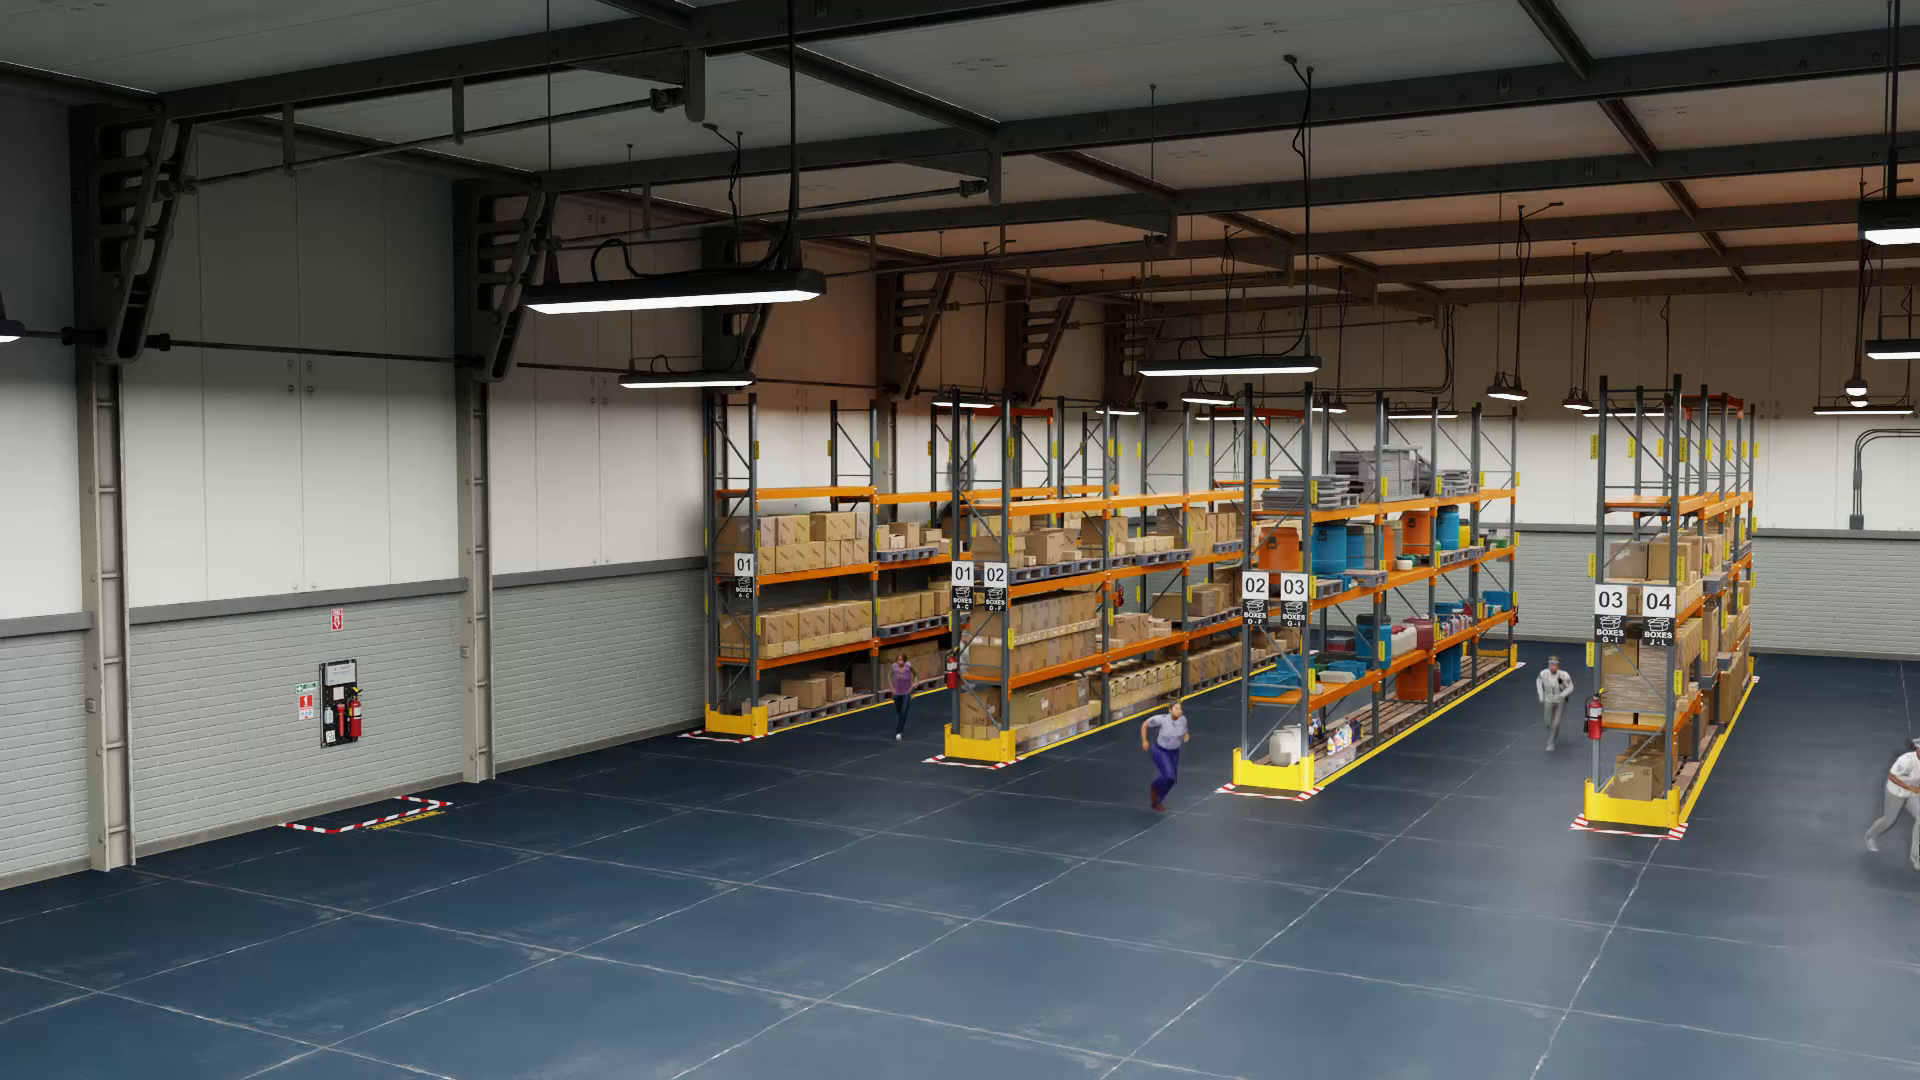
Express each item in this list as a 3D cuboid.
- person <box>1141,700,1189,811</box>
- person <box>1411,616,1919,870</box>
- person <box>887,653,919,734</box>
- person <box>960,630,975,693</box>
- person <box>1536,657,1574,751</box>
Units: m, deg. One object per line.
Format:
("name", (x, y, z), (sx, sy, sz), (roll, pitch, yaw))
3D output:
("person", (2.877, 2.981, 22.938), (0.591, 1.573, 0.705), (-2, 4, -32))
("person", (10.247, 2.759, 26.758), (1.771, 1.693, 14.181), (-1, 3, -15))
("person", (-0.994, 2.639, 28.961), (0.548, 1.437, 0.814), (0, 3, -1))
("person", (0.165, 2.496, 31.893), (0.608, 1.616, 0.693), (1, 3, 18))
("person", (9.911, 2.718, 27.724), (0.608, 1.619, 0.689), (1, 3, 25))
